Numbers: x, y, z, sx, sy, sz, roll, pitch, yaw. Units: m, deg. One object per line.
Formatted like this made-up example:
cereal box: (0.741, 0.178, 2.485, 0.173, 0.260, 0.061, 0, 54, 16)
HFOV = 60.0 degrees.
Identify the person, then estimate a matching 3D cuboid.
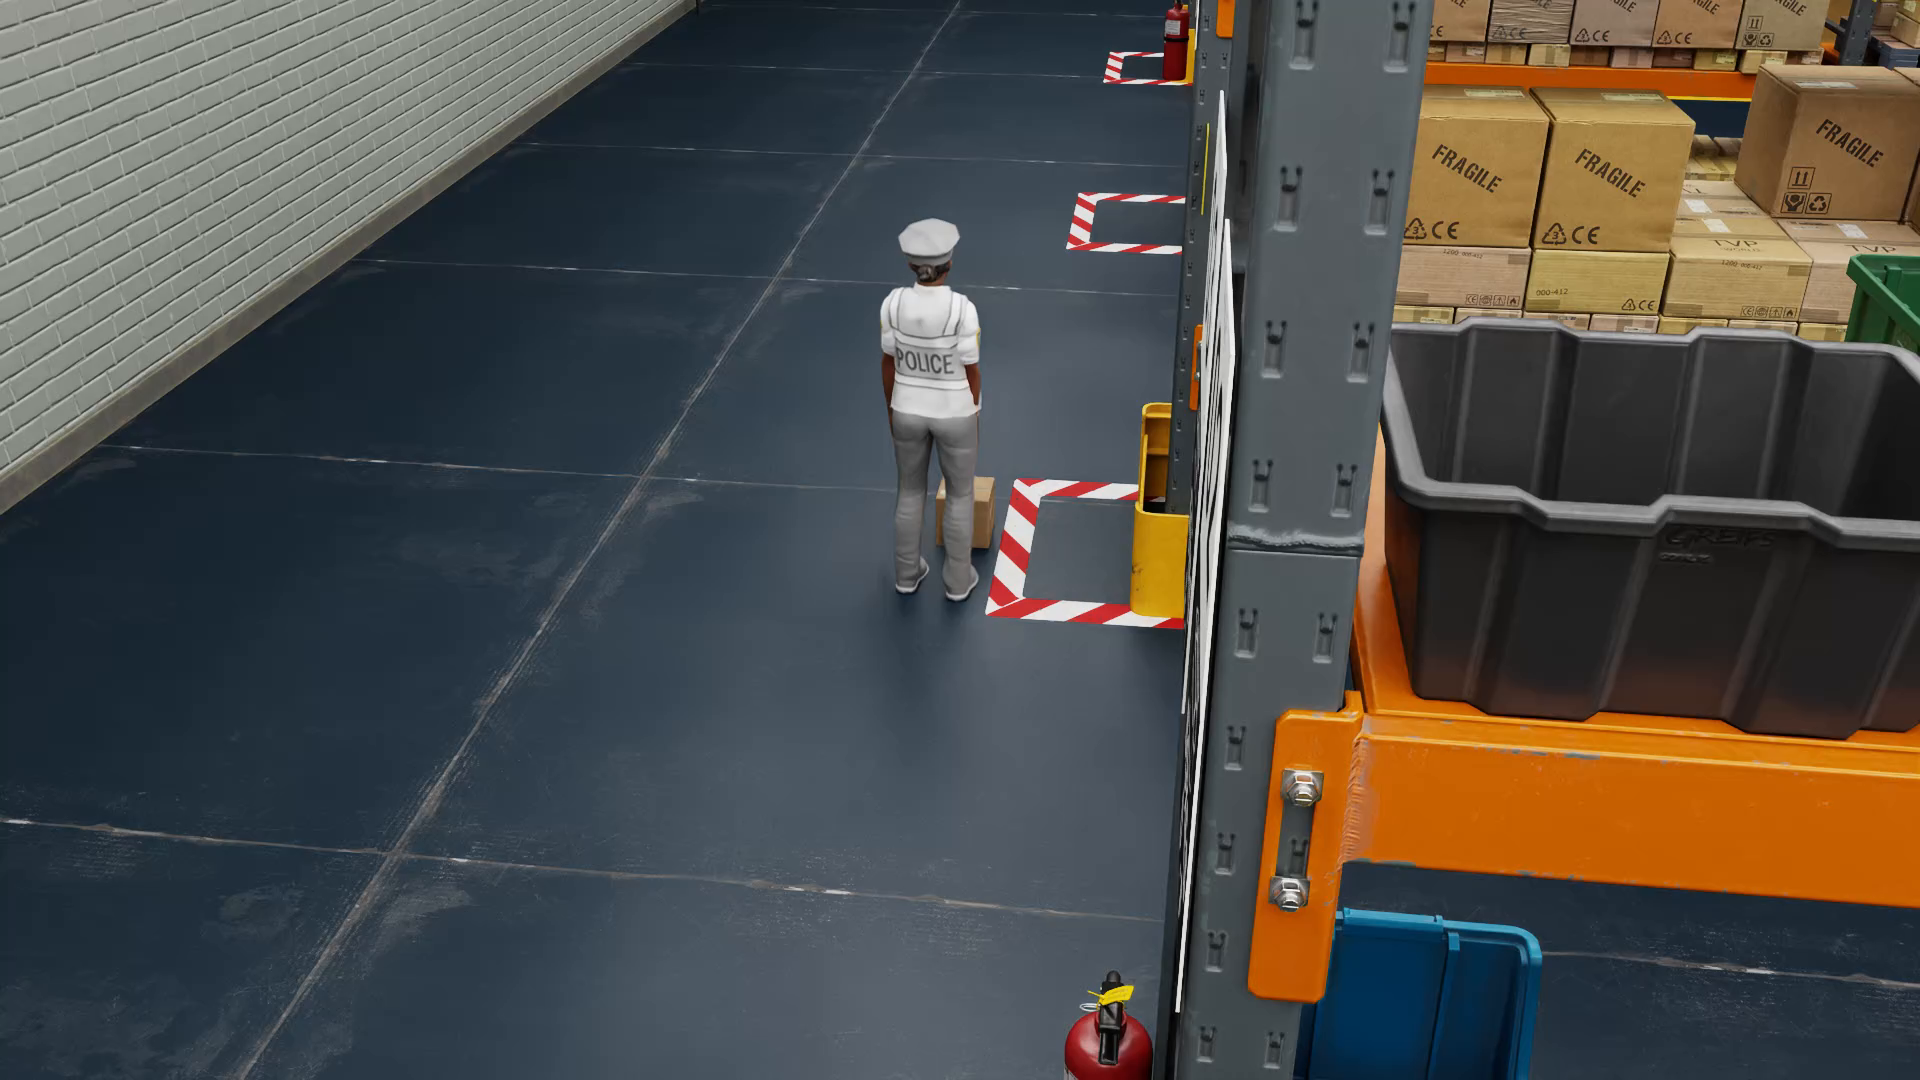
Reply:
person: (-0.115, -0.535, 7.095, 0.436, 1.679, 0.339, 8, 29, 14)
